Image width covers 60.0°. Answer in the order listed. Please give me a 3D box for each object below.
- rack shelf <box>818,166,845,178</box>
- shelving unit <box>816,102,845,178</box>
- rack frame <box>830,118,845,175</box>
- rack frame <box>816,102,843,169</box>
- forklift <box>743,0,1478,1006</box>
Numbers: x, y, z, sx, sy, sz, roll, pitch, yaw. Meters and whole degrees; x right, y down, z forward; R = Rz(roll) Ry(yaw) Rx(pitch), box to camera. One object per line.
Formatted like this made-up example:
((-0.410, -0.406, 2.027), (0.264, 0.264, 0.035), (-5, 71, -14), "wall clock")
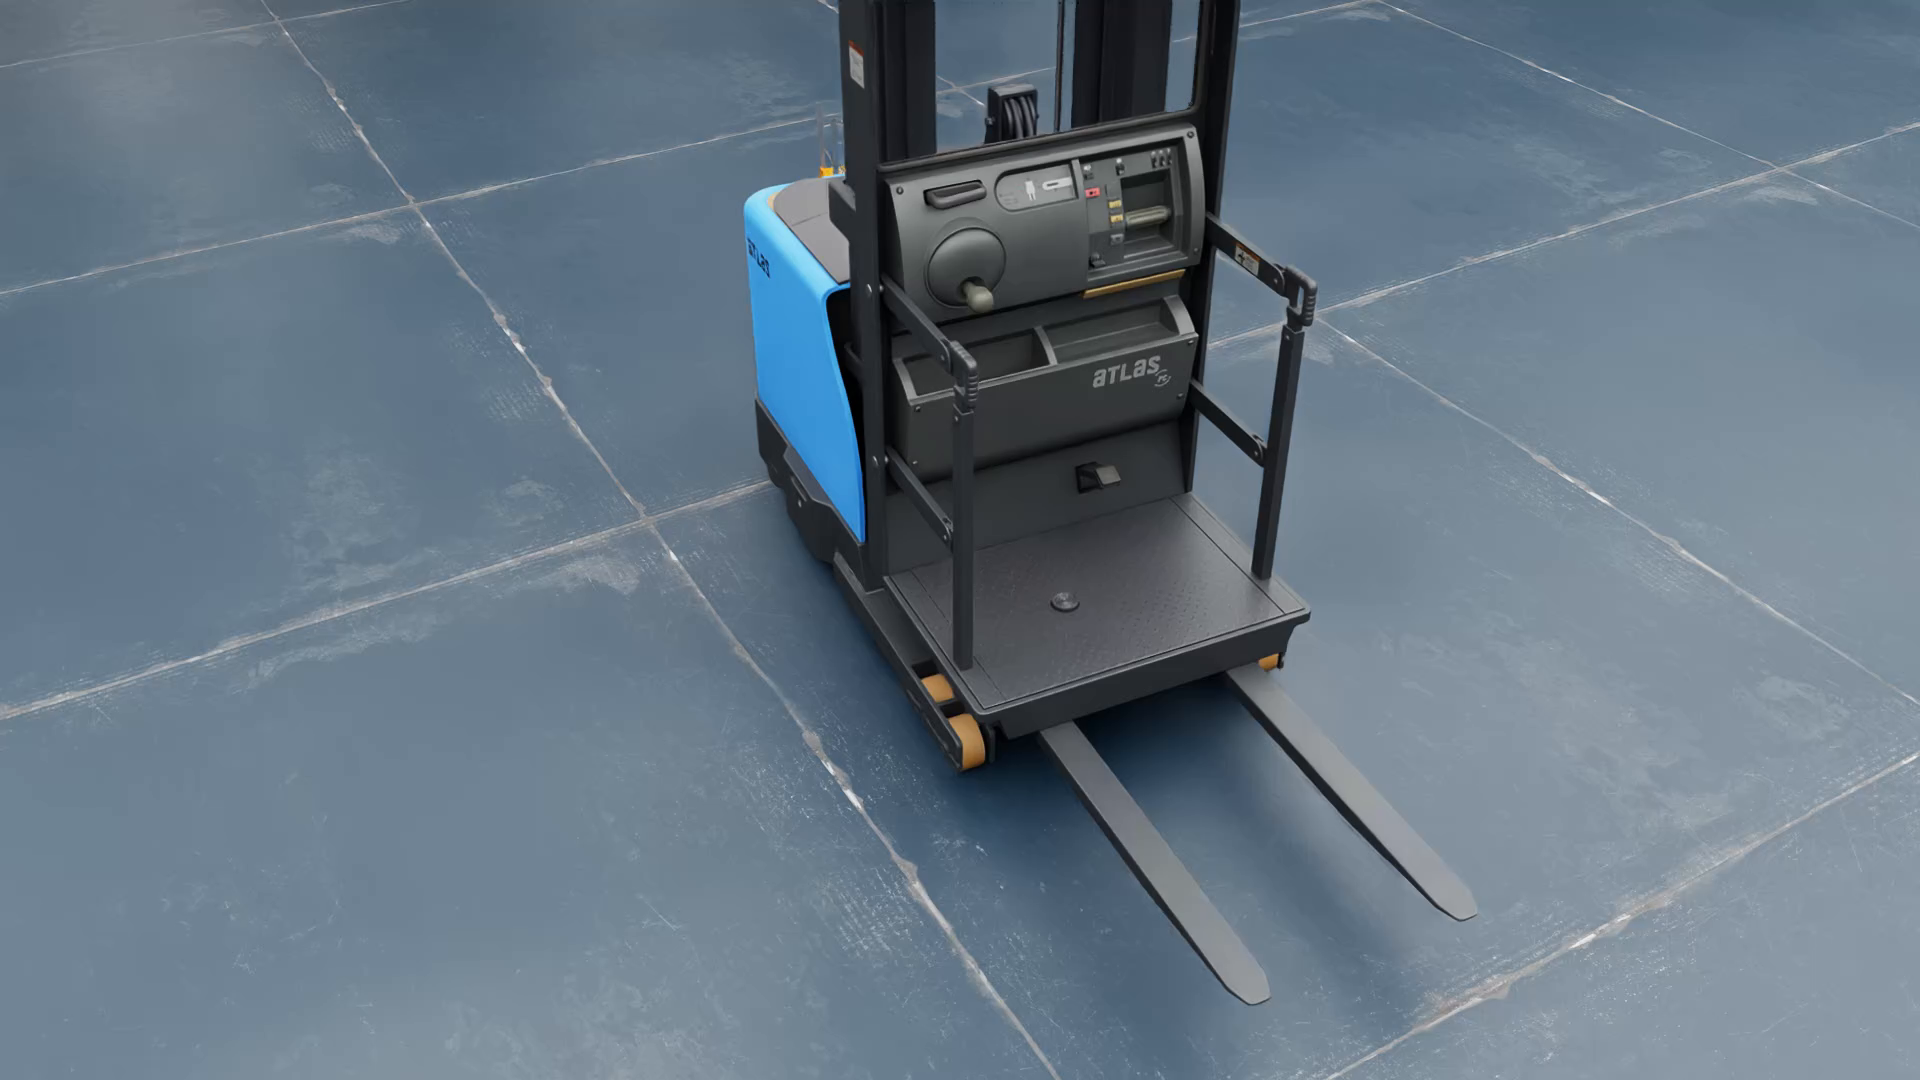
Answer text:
((-0.354, -1.266, 5.924), (0.258, 0.103, 0.180), (-12, 34, -16), "rack shelf")
((-0.348, -1.002, 6.096), (0.258, 1.200, 0.189), (-12, 34, -16), "shelving unit")
((-0.317, -0.955, 6.023), (0.240, 1.200, 0.006), (-12, 34, -16), "rack frame")
((-0.378, -1.048, 6.169), (0.240, 1.200, 0.006), (-12, 34, -16), "rack frame")
((0.344, -0.808, 4.372), (1.130, 2.935, 3.031), (-15, 39, -20), "forklift")
